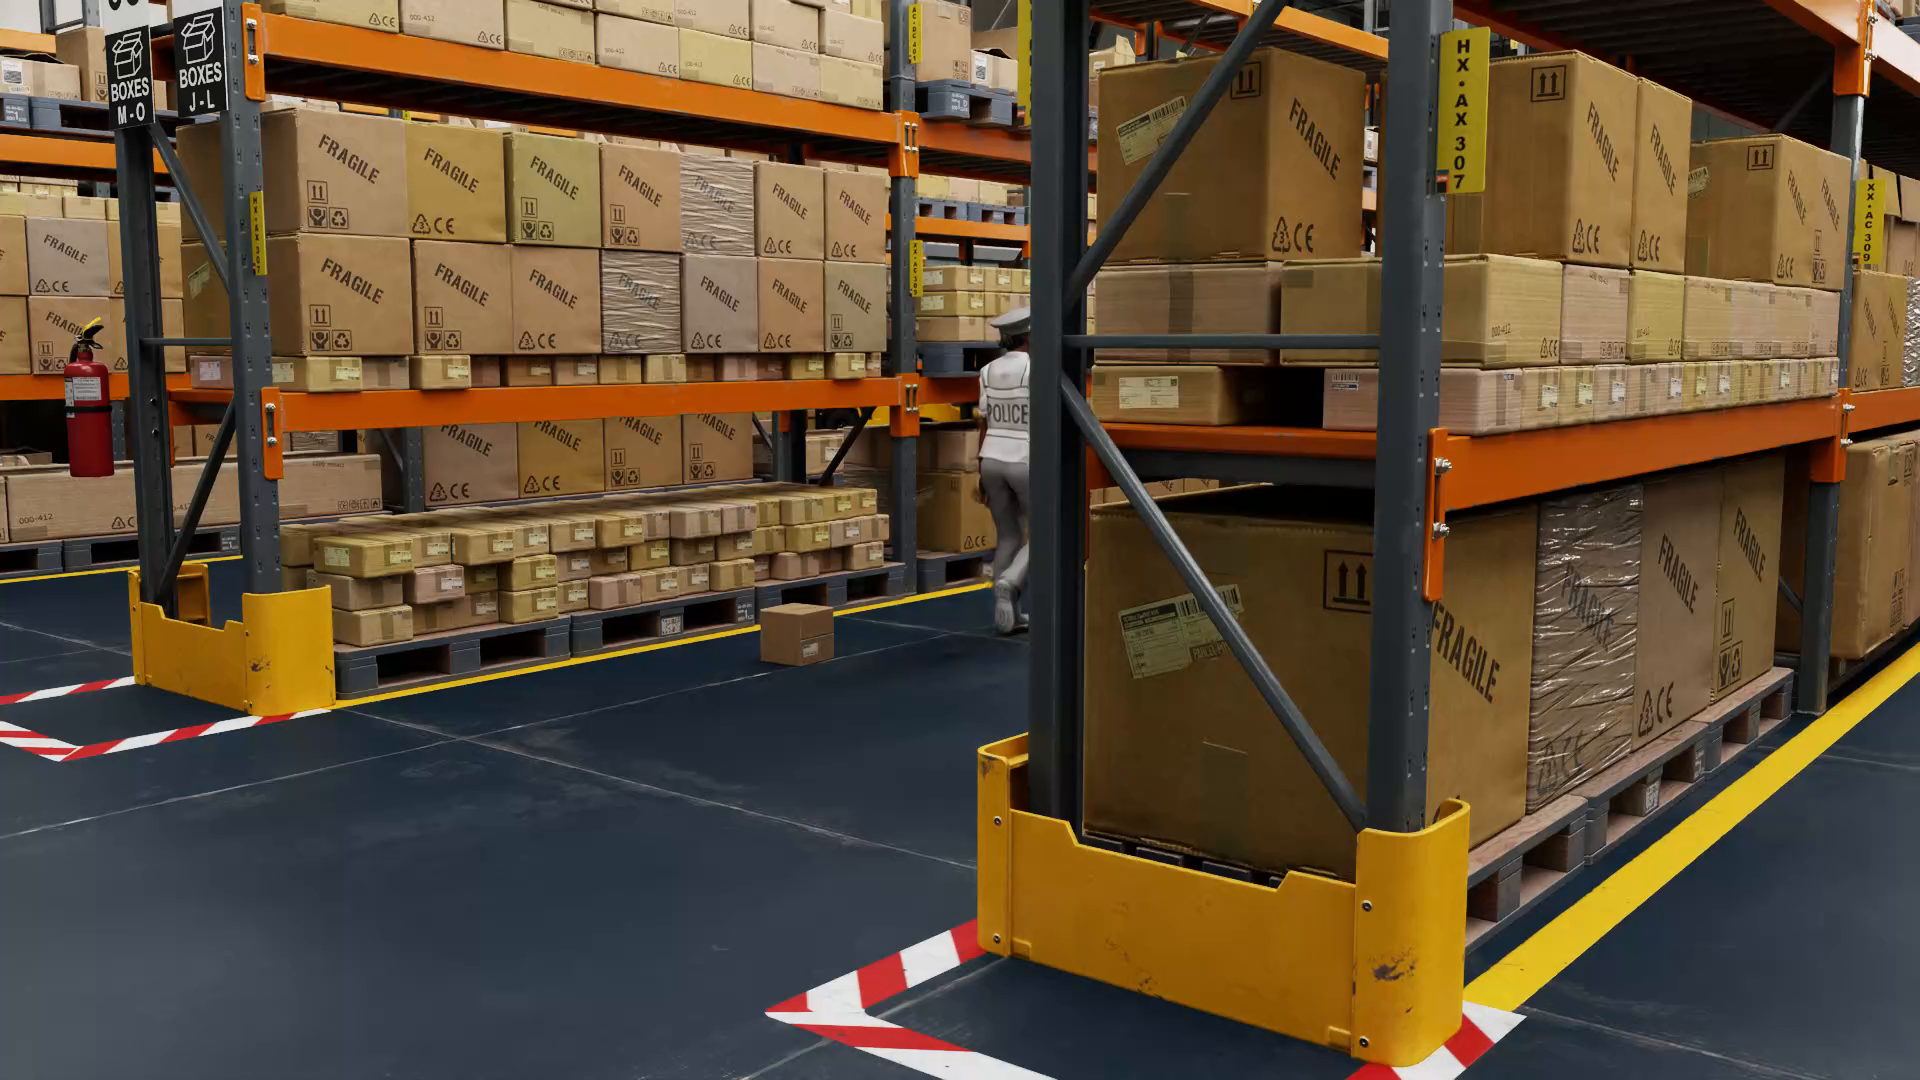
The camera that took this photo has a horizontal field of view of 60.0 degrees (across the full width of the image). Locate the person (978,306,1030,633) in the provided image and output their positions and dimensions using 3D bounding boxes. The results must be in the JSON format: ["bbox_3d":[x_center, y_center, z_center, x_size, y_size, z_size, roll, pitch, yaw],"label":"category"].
[{"bbox_3d":[0.263,-0.353,8.458,0.478,1.669,0.551,4,8,33],"label":"person"}]
